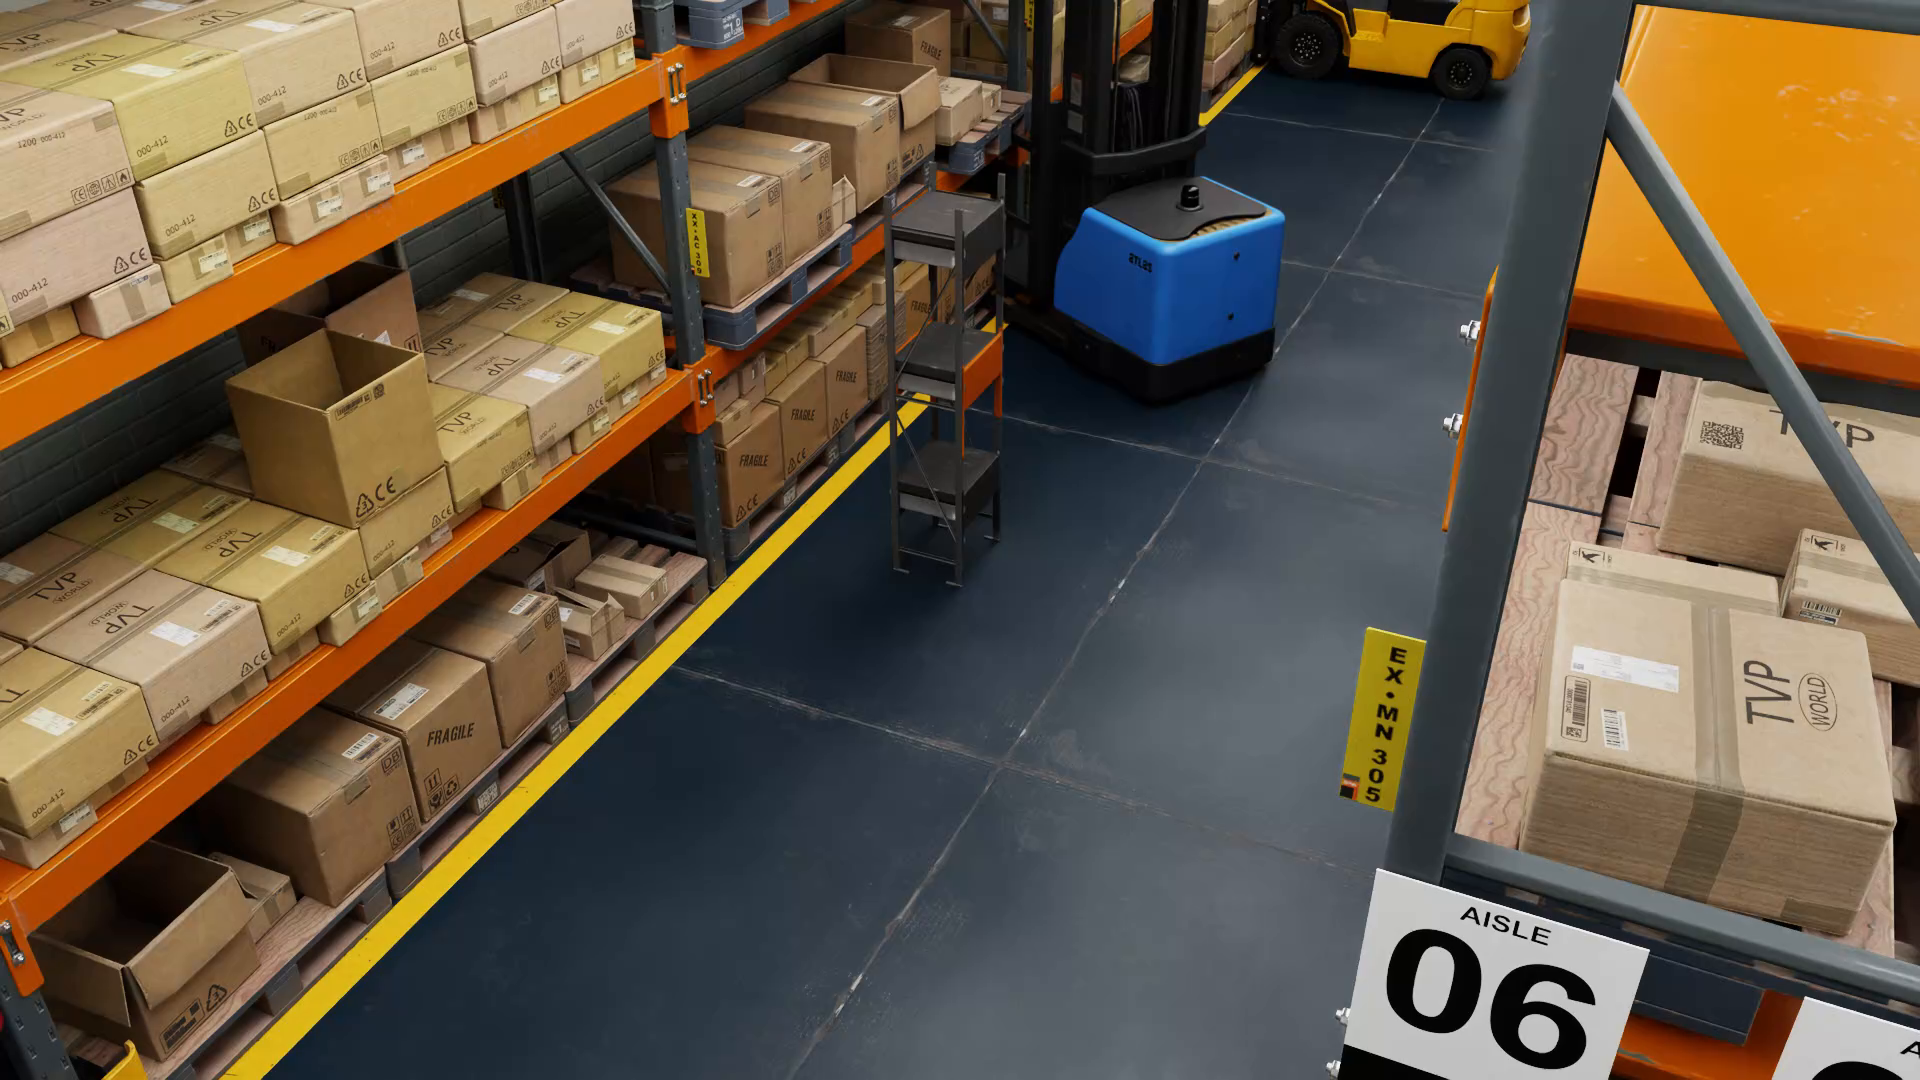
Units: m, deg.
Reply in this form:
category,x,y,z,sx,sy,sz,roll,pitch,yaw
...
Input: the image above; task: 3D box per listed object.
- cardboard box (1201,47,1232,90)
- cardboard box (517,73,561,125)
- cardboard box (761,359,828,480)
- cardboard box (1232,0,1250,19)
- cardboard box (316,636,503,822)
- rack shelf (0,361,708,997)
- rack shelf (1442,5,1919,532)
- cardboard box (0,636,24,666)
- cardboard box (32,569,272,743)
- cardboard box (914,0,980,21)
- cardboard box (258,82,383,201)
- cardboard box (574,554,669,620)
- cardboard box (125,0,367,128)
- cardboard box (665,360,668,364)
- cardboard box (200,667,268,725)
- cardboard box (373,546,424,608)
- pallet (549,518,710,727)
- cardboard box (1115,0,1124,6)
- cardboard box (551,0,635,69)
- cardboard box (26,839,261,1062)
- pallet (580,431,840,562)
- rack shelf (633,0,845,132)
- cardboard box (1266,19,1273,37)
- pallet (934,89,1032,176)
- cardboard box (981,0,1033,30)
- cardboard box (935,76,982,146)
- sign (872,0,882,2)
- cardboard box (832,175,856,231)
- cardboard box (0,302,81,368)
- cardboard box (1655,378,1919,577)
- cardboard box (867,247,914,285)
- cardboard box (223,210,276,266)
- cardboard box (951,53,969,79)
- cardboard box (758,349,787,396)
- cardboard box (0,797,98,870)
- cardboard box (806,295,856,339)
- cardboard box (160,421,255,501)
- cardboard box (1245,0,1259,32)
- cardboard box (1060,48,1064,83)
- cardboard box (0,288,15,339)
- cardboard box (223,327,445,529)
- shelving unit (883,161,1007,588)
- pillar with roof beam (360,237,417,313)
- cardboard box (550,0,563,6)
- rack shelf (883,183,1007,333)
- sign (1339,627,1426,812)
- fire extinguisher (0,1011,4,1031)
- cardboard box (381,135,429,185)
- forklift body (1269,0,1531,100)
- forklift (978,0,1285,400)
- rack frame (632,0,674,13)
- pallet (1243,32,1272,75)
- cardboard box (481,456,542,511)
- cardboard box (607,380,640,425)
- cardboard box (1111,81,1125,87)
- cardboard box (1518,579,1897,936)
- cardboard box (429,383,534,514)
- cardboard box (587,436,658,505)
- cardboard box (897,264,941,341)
category,x,y,z,sx,sy,sz,roll,pitch,yaw
cardboard box,2.139,-4.306,15.075,0.500,0.250,0.500,15,36,21
cardboard box,-1.819,-1.781,6.593,0.380,0.149,0.250,15,36,22
cardboard box,-1.091,-0.718,9.375,0.500,0.500,0.500,14,36,20
cardboard box,2.346,-4.981,15.192,0.500,0.250,0.500,14,36,21
cardboard box,-2.338,0.790,7.074,0.500,0.500,0.500,15,36,21
rack shelf,-2.548,0.165,6.787,1.077,0.370,4.000,14,36,20
rack shelf,1.962,-1.039,3.517,1.077,0.370,4.000,14,36,20
cardboard box,-3.434,0.509,5.472,0.500,0.250,0.500,15,36,22
cardboard box,-2.740,0.384,5.663,0.500,0.250,0.500,15,36,21
cardboard box,-0.086,-3.645,11.259,0.380,0.149,0.250,15,36,22
cardboard box,-2.336,-1.386,5.627,0.500,0.250,0.500,14,36,20
cardboard box,-1.678,0.230,8.249,0.380,0.149,0.250,13,35,19
cardboard box,-2.340,-1.586,5.476,0.500,0.250,0.500,15,36,22
cardboard box,-1.714,-0.915,9.083,0.380,0.149,0.250,14,36,21
cardboard box,-2.694,0.477,5.884,0.380,0.149,0.250,15,36,22
cardboard box,-2.323,0.099,6.461,0.380,0.149,0.250,15,36,22
pallet,-2.000,0.377,8.352,1.003,0.211,1.213,14,36,20
cardboard box,1.006,-4.201,12.470,0.500,0.250,0.500,15,36,21
cardboard box,-1.686,-2.150,6.791,0.500,0.250,0.500,14,36,21
cardboard box,-3.043,1.446,6.071,0.797,0.503,0.637,13,35,19
pallet,-1.406,-0.379,9.504,1.003,0.211,1.213,14,36,20
rack shelf,-0.875,-3.081,9.002,1.077,0.370,4.000,14,36,20
cardboard box,2.768,-5.071,16.241,0.500,0.250,0.500,15,36,22
pallet,-0.258,-2.690,10.660,1.213,0.211,1.003,14,36,20
cardboard box,0.363,-3.528,11.080,0.380,0.149,0.250,15,36,22
cardboard box,-0.185,-2.637,10.158,0.500,0.250,0.500,12,35,18
sign,-0.544,-3.733,11.021,0.100,0.325,0.005,14,36,20
cardboard box,-0.782,-1.855,8.951,0.396,0.266,0.258,16,36,23
cardboard box,-2.832,-0.654,4.875,0.380,0.149,0.250,14,36,21
cardboard box,1.797,-0.171,3.515,0.500,0.311,0.500,15,36,21
cardboard box,-0.506,-1.712,10.298,0.380,0.149,0.250,14,36,20
cardboard box,-2.484,-1.024,5.439,0.380,0.149,0.250,14,36,20
cardboard box,-0.082,-3.343,11.619,0.500,0.250,0.500,13,36,19
cardboard box,-1.177,-0.937,9.117,0.380,0.149,0.250,12,35,18
cardboard box,-2.998,0.865,5.293,0.380,0.149,0.250,14,36,20
cardboard box,-0.830,-1.315,9.694,0.380,0.149,0.250,15,36,22
cardboard box,-2.786,-0.253,6.635,0.500,0.250,0.500,14,36,20
cardboard box,2.548,-5.020,15.707,0.500,0.250,0.500,14,36,20
cardboard box,0.584,-3.475,11.820,0.500,0.250,0.500,13,36,19
cardboard box,-2.951,-0.614,4.449,0.500,0.250,0.500,14,36,20
cardboard box,-2.323,-0.426,6.214,0.500,0.500,0.500,15,36,22
shelving unit,-0.069,-0.796,8.417,0.431,2.100,0.503,14,36,20
pillar with roof beam,1.089,-2.513,4.744,9.100,9.000,0.400,14,36,20
cardboard box,-1.704,-2.350,6.641,0.500,0.250,0.500,14,36,21
rack shelf,-0.069,-1.370,8.041,0.431,0.518,0.480,14,36,20
sign,0.638,0.275,2.493,0.100,0.325,0.005,14,36,20
fire extinguisher,-3.027,1.228,4.920,0.296,0.674,0.183,14,36,20
cardboard box,-2.164,-1.406,6.021,0.380,0.149,0.250,15,36,21
forklift body,4.173,-5.390,15.377,2.313,2.155,1.214,14,36,20
forklift,0.774,-2.858,10.803,1.130,2.935,3.031,-21,39,-28
rack frame,-1.712,-3.640,6.463,1.000,3.000,0.127,14,36,20
pallet,2.515,-4.946,16.469,1.003,0.211,1.213,14,36,20
cardboard box,-2.007,-0.282,7.042,0.380,0.149,0.250,14,36,20
cardboard box,-1.705,-0.675,7.641,0.380,0.149,0.250,15,36,22
cardboard box,0.783,-3.276,13.162,0.875,0.625,0.625,13,35,19
cardboard box,1.231,0.344,2.786,0.500,0.250,0.500,11,35,16
cardboard box,-2.120,-0.385,6.836,0.500,0.250,0.500,14,36,20
cardboard box,-1.775,-0.574,9.155,0.500,0.500,0.500,14,36,20
cardboard box,-0.455,-1.486,10.546,0.500,0.500,0.500,16,36,23
